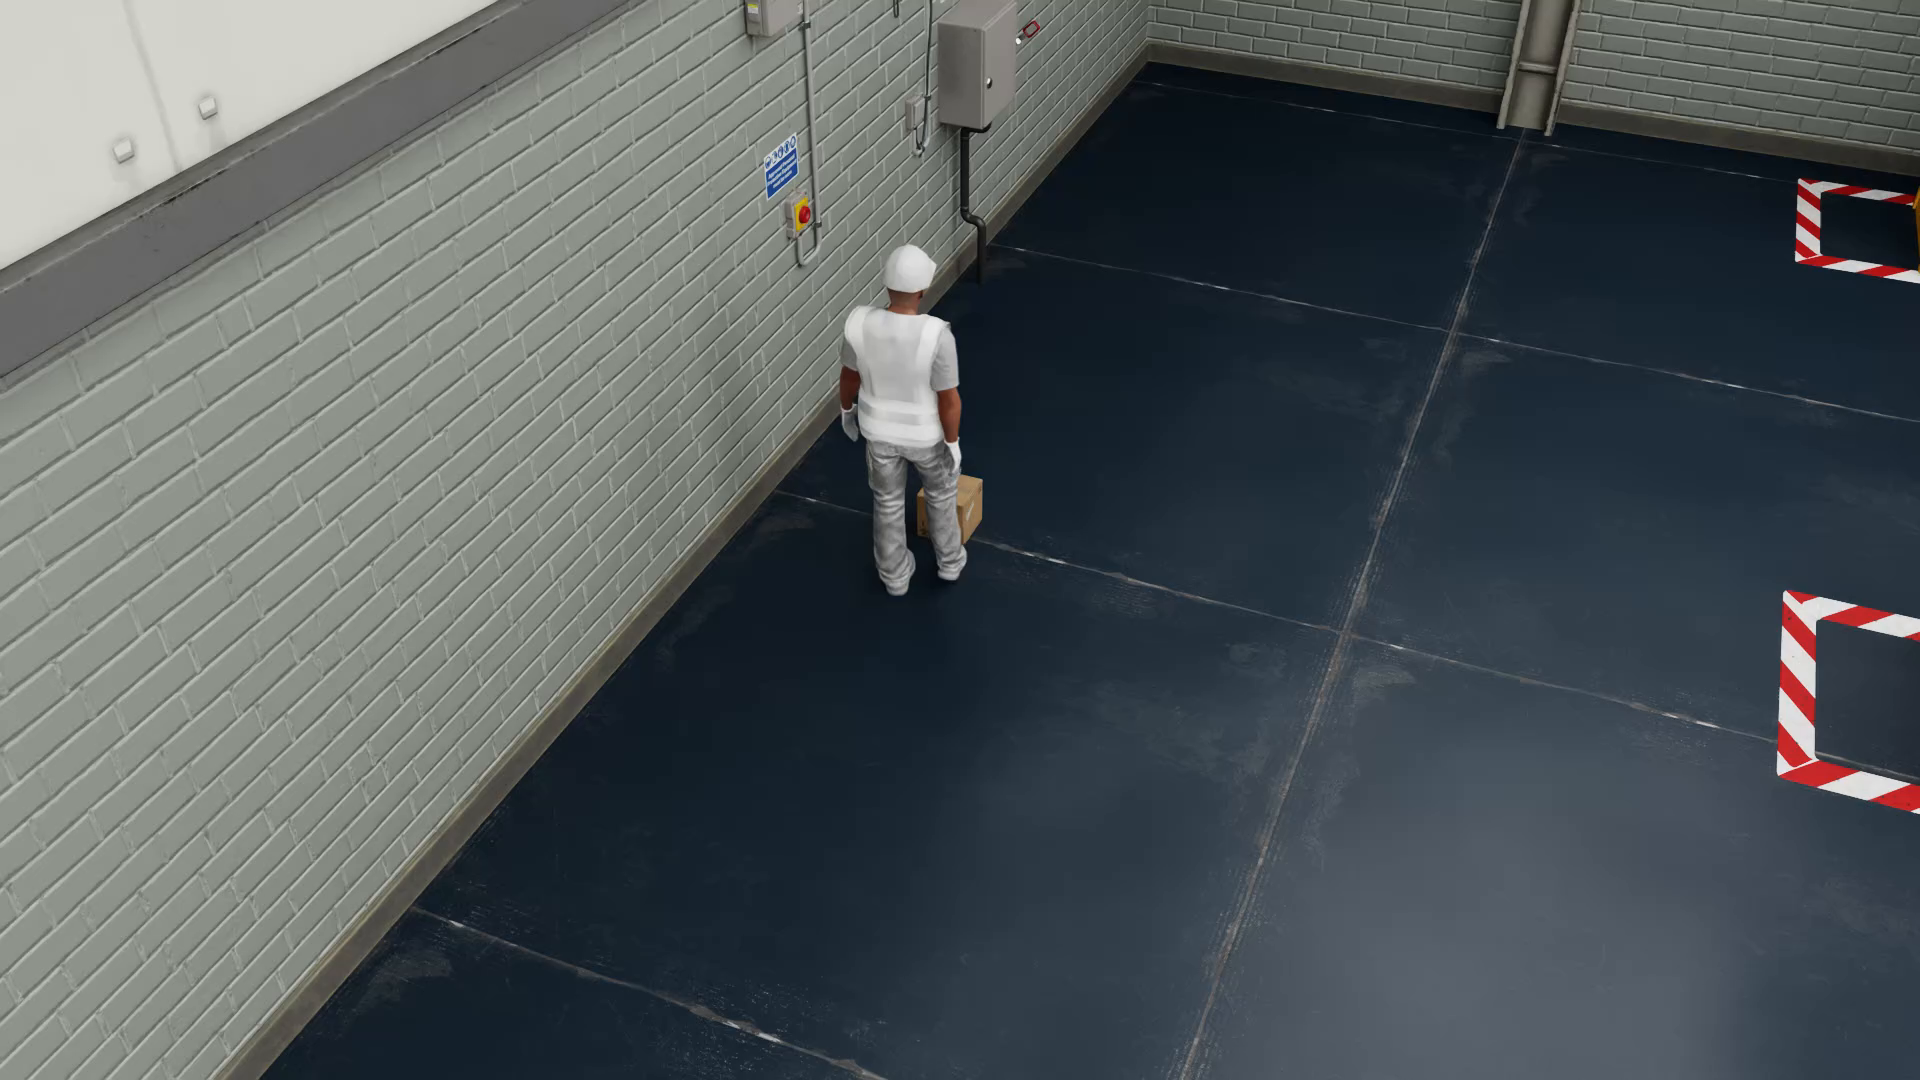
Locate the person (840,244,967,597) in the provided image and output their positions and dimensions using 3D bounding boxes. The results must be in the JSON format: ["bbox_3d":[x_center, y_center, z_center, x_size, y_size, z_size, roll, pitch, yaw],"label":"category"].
[{"bbox_3d":[-0.242,-0.541,7.533,0.594,1.825,0.517,9,38,11],"label":"person"}]
